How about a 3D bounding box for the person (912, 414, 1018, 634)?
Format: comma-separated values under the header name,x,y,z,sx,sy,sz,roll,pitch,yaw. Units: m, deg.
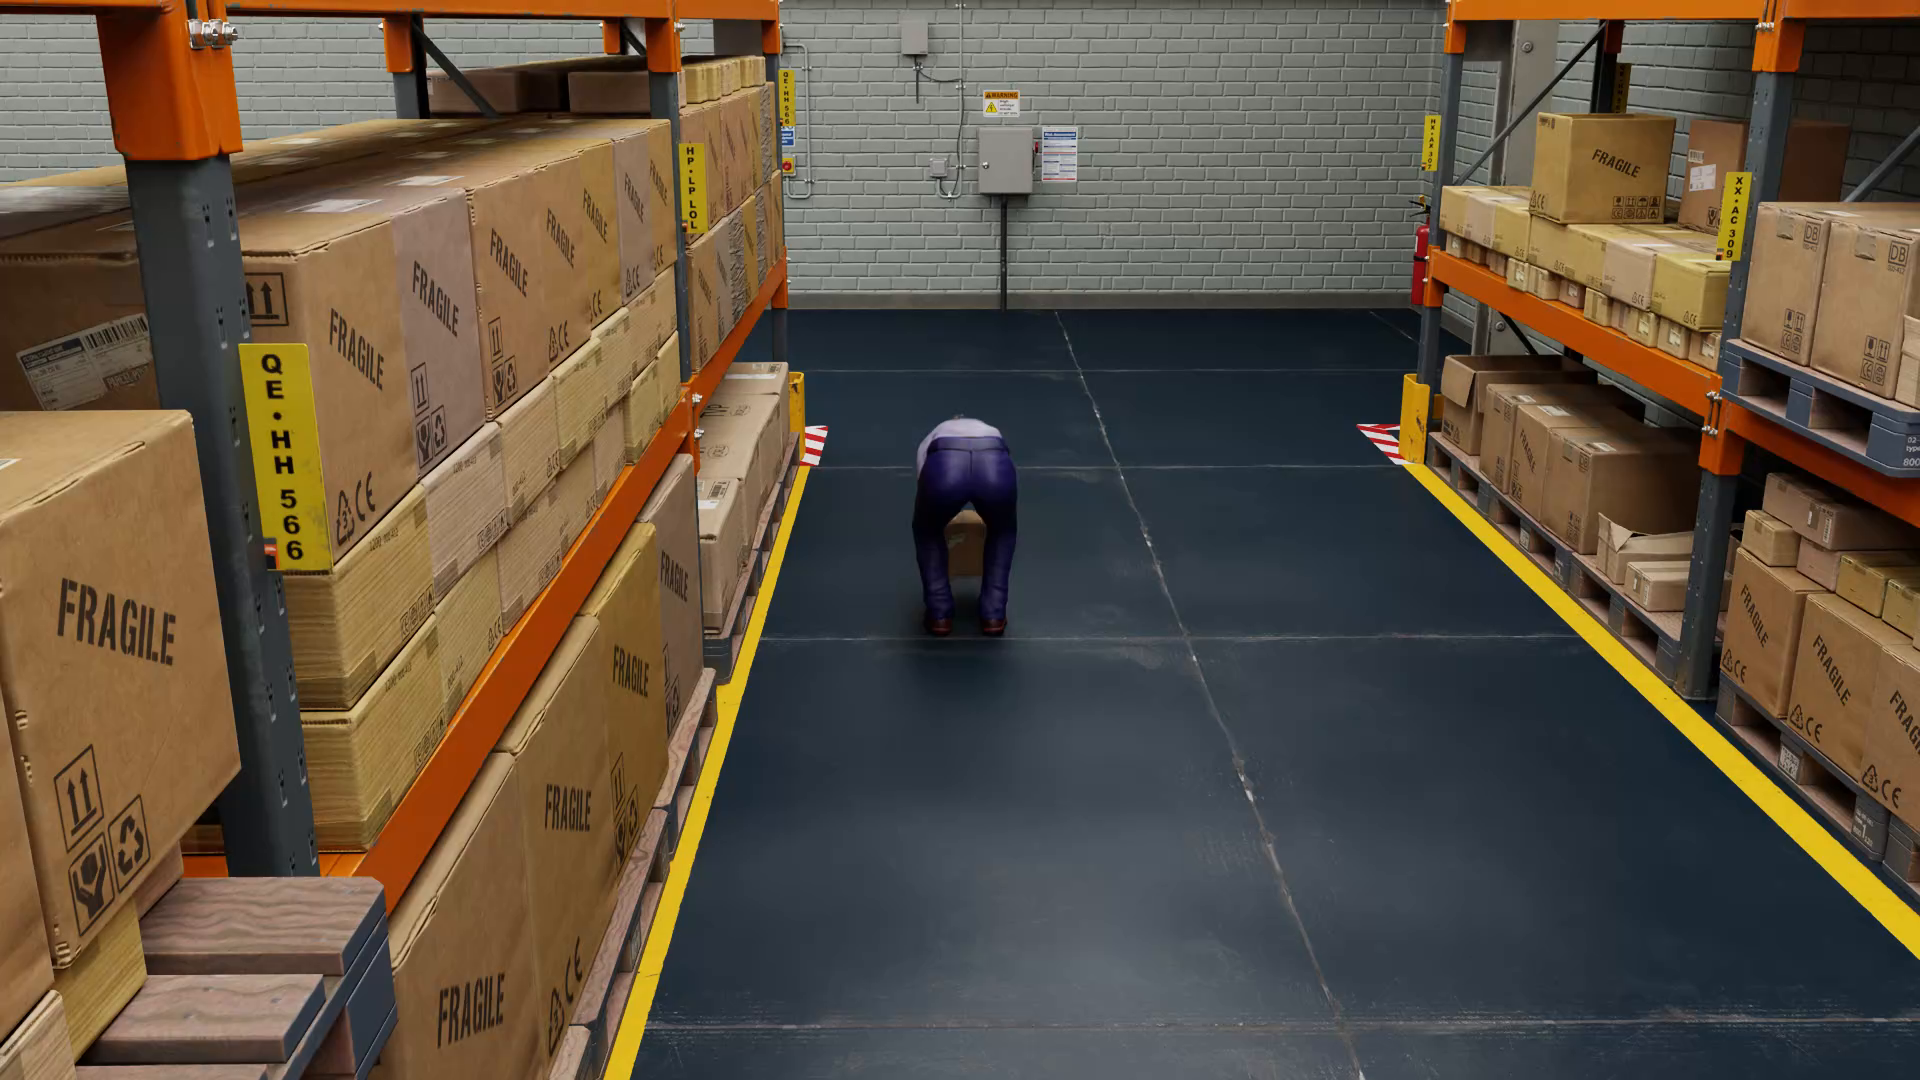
name,x,y,z,sx,sy,sz,roll,pitch,yaw
person,0.018,-0.098,7.558,0.480,0.956,0.907,-1,17,-3
